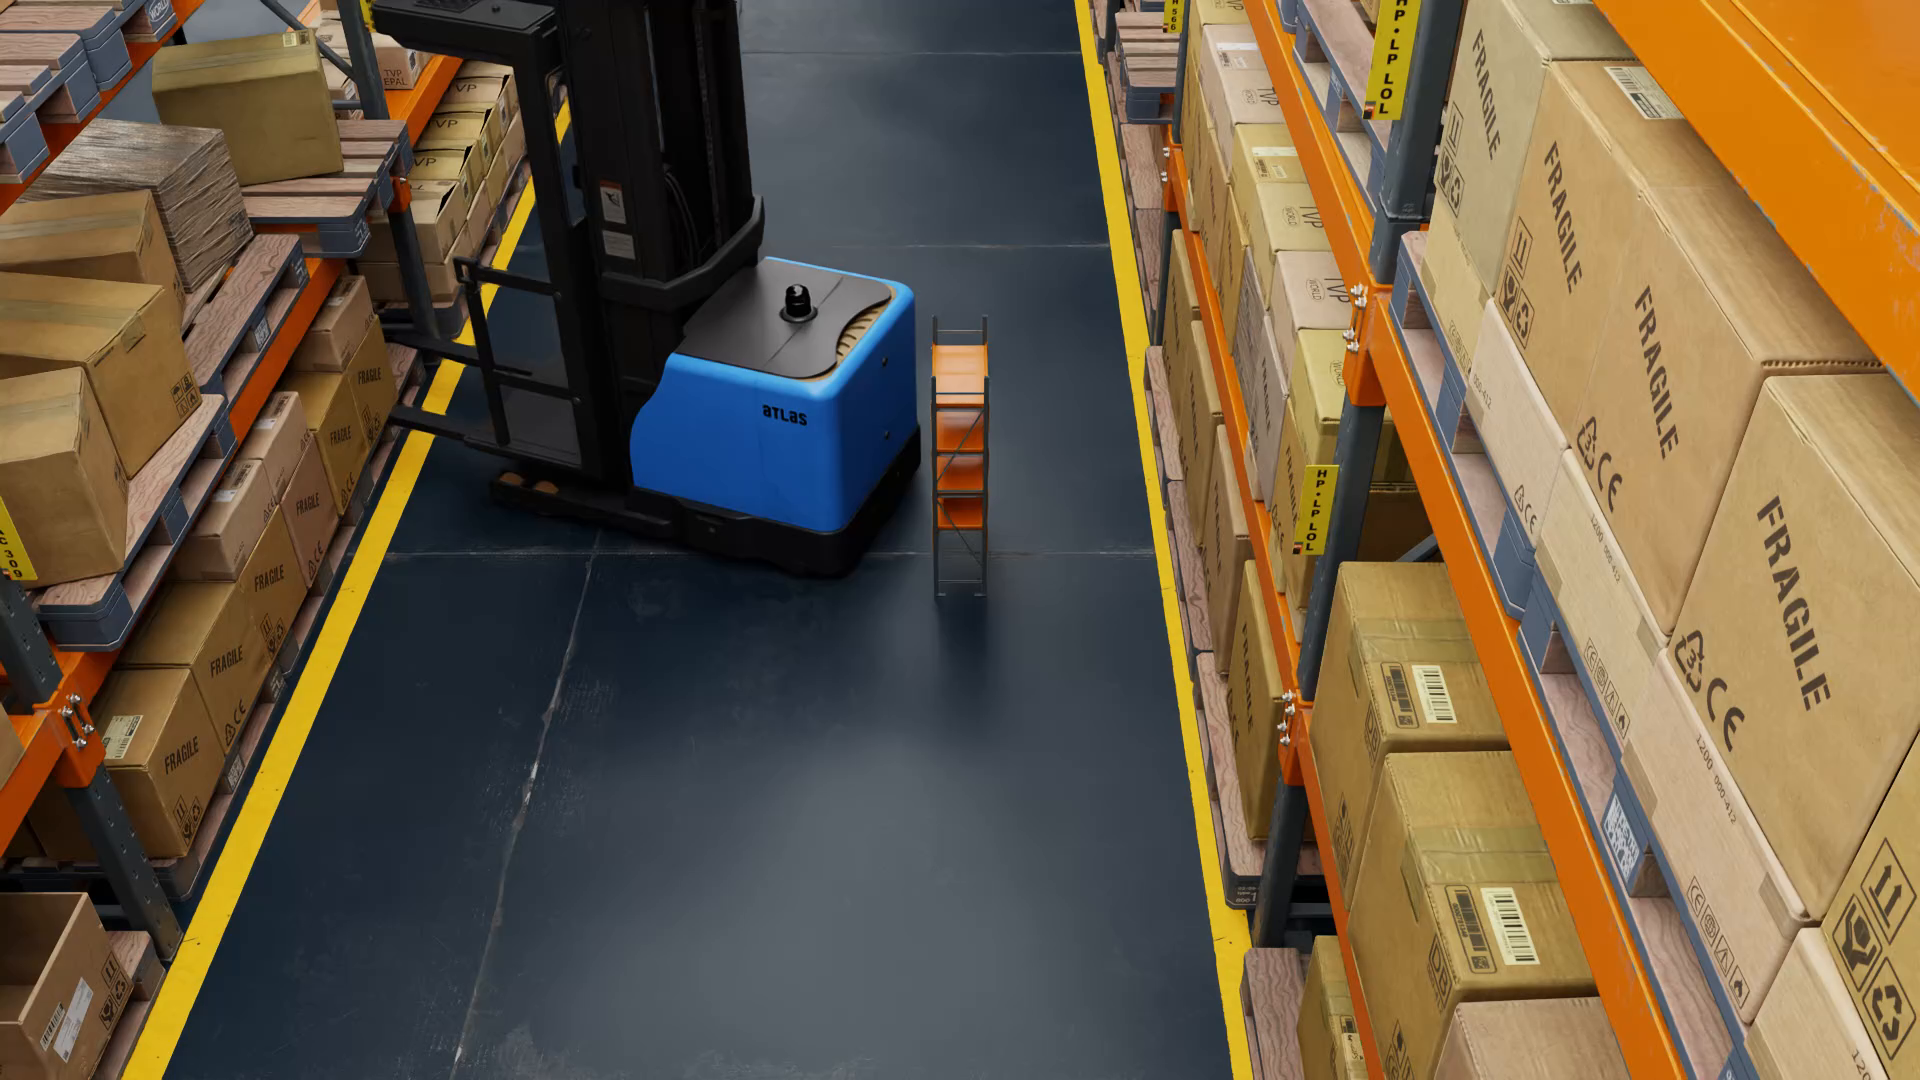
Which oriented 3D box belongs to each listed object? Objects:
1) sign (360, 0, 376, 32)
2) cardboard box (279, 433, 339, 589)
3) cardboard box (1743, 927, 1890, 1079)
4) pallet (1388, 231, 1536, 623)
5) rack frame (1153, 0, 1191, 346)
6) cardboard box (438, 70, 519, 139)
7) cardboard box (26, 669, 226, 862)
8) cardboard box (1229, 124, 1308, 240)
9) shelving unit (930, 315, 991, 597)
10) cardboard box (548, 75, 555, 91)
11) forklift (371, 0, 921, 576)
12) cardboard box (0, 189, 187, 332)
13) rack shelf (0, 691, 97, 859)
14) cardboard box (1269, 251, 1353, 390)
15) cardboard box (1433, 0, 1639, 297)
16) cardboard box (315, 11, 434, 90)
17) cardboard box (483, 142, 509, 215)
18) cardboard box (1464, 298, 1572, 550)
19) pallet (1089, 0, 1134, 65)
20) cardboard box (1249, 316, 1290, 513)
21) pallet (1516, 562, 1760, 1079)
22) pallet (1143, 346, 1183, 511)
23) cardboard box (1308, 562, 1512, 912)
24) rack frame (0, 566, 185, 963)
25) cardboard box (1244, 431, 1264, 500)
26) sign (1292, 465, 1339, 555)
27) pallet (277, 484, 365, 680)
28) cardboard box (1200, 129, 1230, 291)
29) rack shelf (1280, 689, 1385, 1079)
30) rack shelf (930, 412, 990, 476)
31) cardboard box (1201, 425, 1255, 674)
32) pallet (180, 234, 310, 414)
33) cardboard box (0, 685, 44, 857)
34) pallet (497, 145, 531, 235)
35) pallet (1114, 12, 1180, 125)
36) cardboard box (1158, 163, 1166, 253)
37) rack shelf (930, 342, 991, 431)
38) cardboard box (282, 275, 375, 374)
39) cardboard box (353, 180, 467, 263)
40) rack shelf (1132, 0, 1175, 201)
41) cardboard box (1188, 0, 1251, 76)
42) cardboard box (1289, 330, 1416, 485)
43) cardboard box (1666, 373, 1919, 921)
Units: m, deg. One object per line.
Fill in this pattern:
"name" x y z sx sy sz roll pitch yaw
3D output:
"sign" -2.836 -2.593 7.970 0.100 0.325 0.005 0 39 0
"cardboard box" -3.136 -0.126 7.401 0.500 0.500 0.500 -1 39 -2
"cardboard box" 1.316 0.733 1.988 0.500 0.250 0.500 -1 39 -2
"pallet" 1.570 -0.295 3.637 1.003 0.211 1.213 0 39 0
"rack frame" 1.575 -2.172 8.307 1.000 3.000 0.127 0 39 0
"cardboard box" -3.094 -2.772 10.471 0.500 0.311 0.500 0 39 -1
"cardboard box" -3.131 0.836 6.200 0.500 0.500 0.500 -2 39 -2
"cardboard box" 1.330 -1.375 6.380 0.500 0.250 0.500 -1 39 -1
"shelving unit" 0.000 -0.365 7.491 0.258 1.200 0.503 0 39 0
"cardboard box" -3.094 -3.183 11.432 0.500 0.250 0.500 -1 39 -1
"forklift" -1.767 -1.557 7.594 3.031 2.935 1.130 14 41 16
"cardboard box" -3.438 -0.972 6.394 0.700 0.500 0.500 -9 40 -11
"rack shelf" -3.372 1.867 3.843 1.077 0.370 4.000 0 39 0
"cardboard box" 1.332 -0.738 5.584 0.500 0.250 0.500 1 39 1
"cardboard box" 1.300 -0.832 3.341 0.500 0.500 0.500 0 39 0
"cardboard box" -3.186 -2.691 9.026 0.500 0.311 0.500 0 39 -1
"cardboard box" -3.094 -2.224 10.235 0.500 0.250 0.500 -1 39 -1
"cardboard box" 1.303 -0.234 3.195 0.500 0.250 0.500 -1 39 -1
"pallet" 1.534 -4.005 12.825 1.003 0.211 1.213 0 39 0
"cardboard box" 1.316 -0.441 5.813 0.500 0.500 0.500 0 39 0
"pallet" 1.569 0.466 2.687 1.003 0.211 1.213 0 39 0
"pallet" 1.501 -0.591 8.564 1.003 0.211 1.213 0 39 0
"cardboard box" 1.564 0.552 4.669 0.980 0.700 0.700 1 39 1
"rack frame" -3.374 0.335 5.178 1.000 3.000 0.127 0 39 0
"cardboard box" 1.258 -0.277 6.127 0.380 0.149 0.250 0 39 0
"sign" 1.037 -0.085 4.840 0.100 0.325 0.005 0 39 0
"pallet" -3.417 0.150 7.640 1.003 0.211 1.213 0 39 0
"cardboard box" 1.310 -1.393 7.001 0.500 0.500 0.500 0 39 0
"rack shelf" 1.582 1.861 3.850 1.077 0.370 4.000 0 39 0
"rack shelf" 0.000 -0.487 7.393 0.258 0.148 0.480 0 39 0
"cardboard box" 1.445 0.042 6.927 0.750 0.750 0.750 1 39 1
"pallet" -3.372 -0.875 6.842 1.003 0.211 1.213 0 39 0
"cardboard box" -3.661 0.831 6.207 0.500 0.500 0.500 0 39 0
"pallet" -3.339 -2.354 10.764 1.003 0.211 1.213 0 39 0
"pallet" 1.468 -2.543 8.923 1.213 0.211 1.003 0 39 0
"cardboard box" 1.522 -1.818 9.513 0.700 0.500 0.500 0 39 1
"rack shelf" 0.000 -0.671 7.245 0.258 0.148 0.480 0 39 0
"cardboard box" -3.139 -1.035 7.936 0.500 0.250 0.500 1 39 2
"cardboard box" -3.086 -1.803 9.262 0.500 0.311 0.500 1 39 1
"rack shelf" 1.573 -3.142 10.093 1.077 0.370 4.000 0 39 0
"cardboard box" 1.318 -2.325 7.565 0.500 0.250 0.500 1 39 1
"cardboard box" 1.323 -0.418 5.185 0.500 0.250 0.500 1 39 1
"cardboard box" 1.312 0.127 2.145 0.500 0.500 0.500 -2 39 -2
